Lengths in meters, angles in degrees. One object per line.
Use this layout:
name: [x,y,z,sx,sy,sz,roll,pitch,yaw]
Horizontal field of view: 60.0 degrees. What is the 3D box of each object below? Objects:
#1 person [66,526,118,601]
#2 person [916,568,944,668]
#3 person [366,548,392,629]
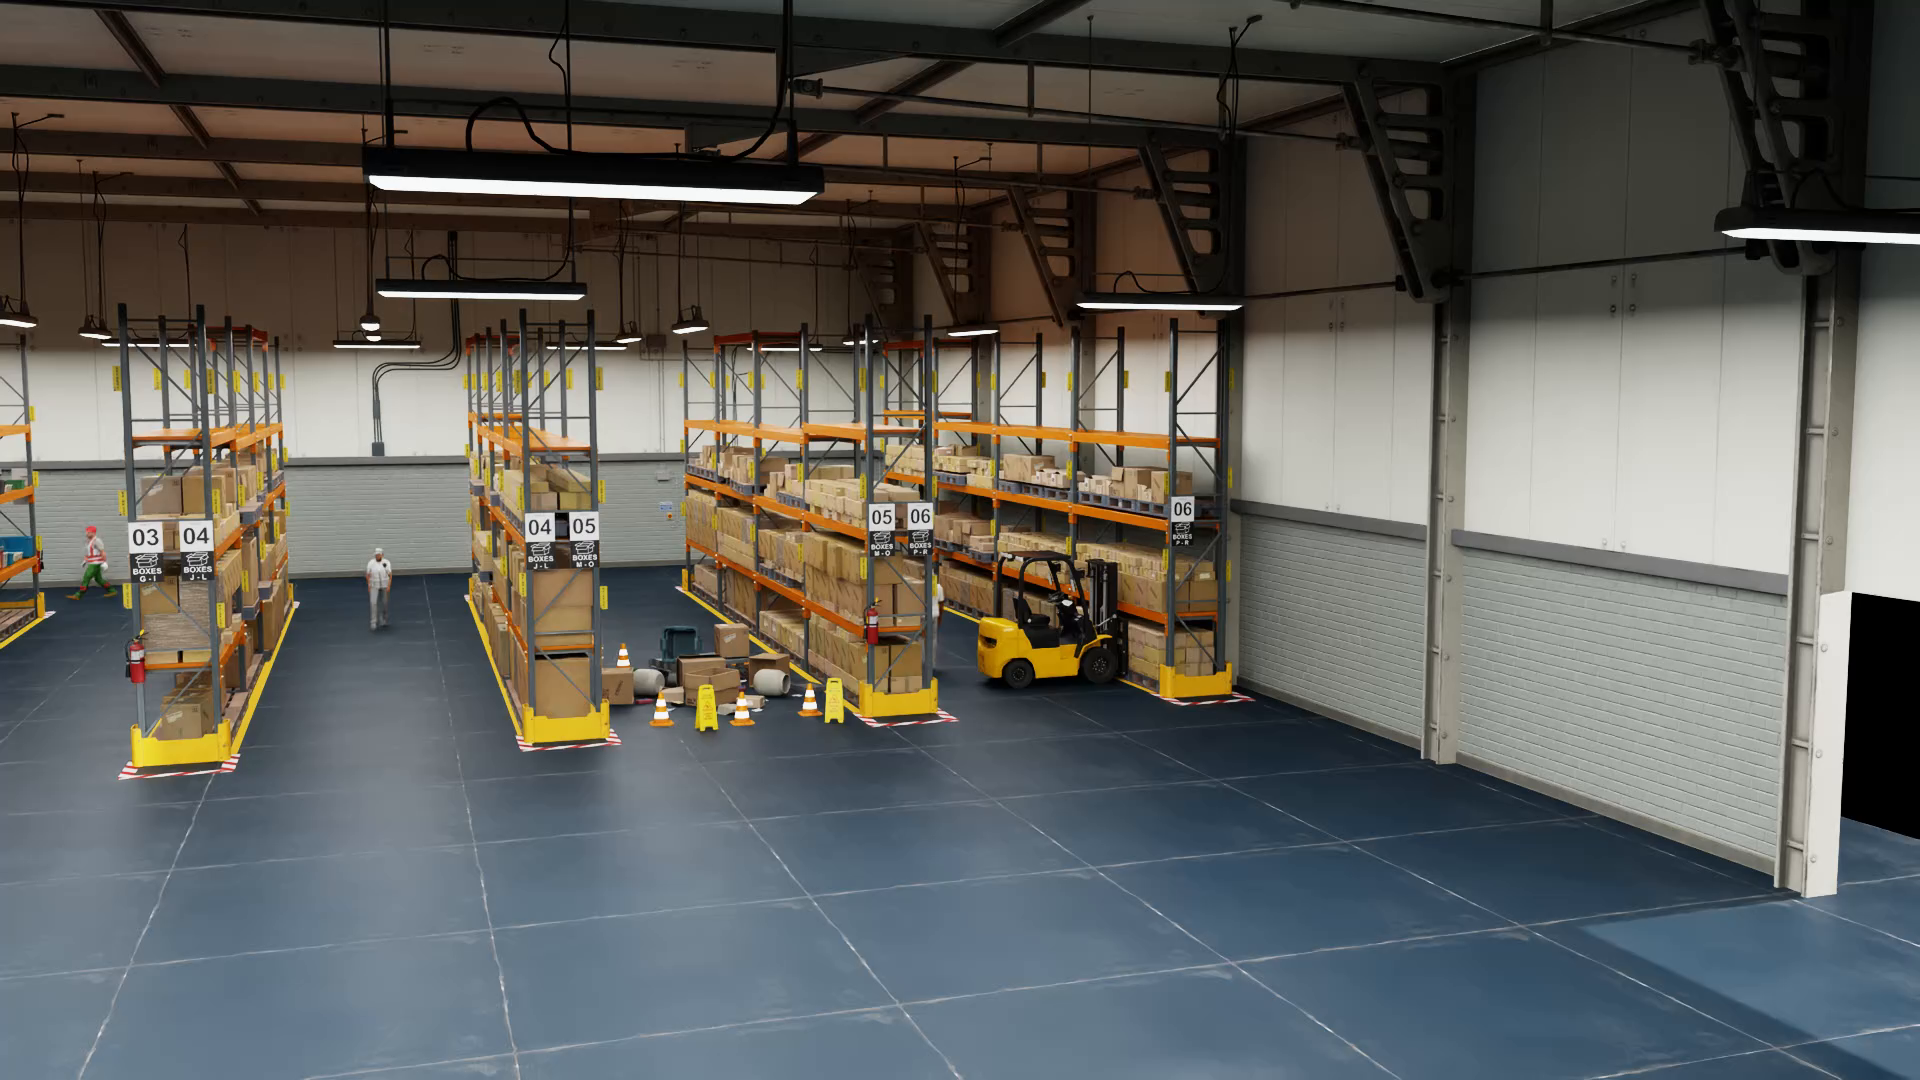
person: [-19.959,0.525,38.170,0.522,1.708,1.127,5,8,44]
person: [-0.557,1.387,29.157,0.615,1.807,0.602,-2,6,-23]
person: [-11.828,0.965,33.869,0.516,1.617,0.948,-3,6,-27]
